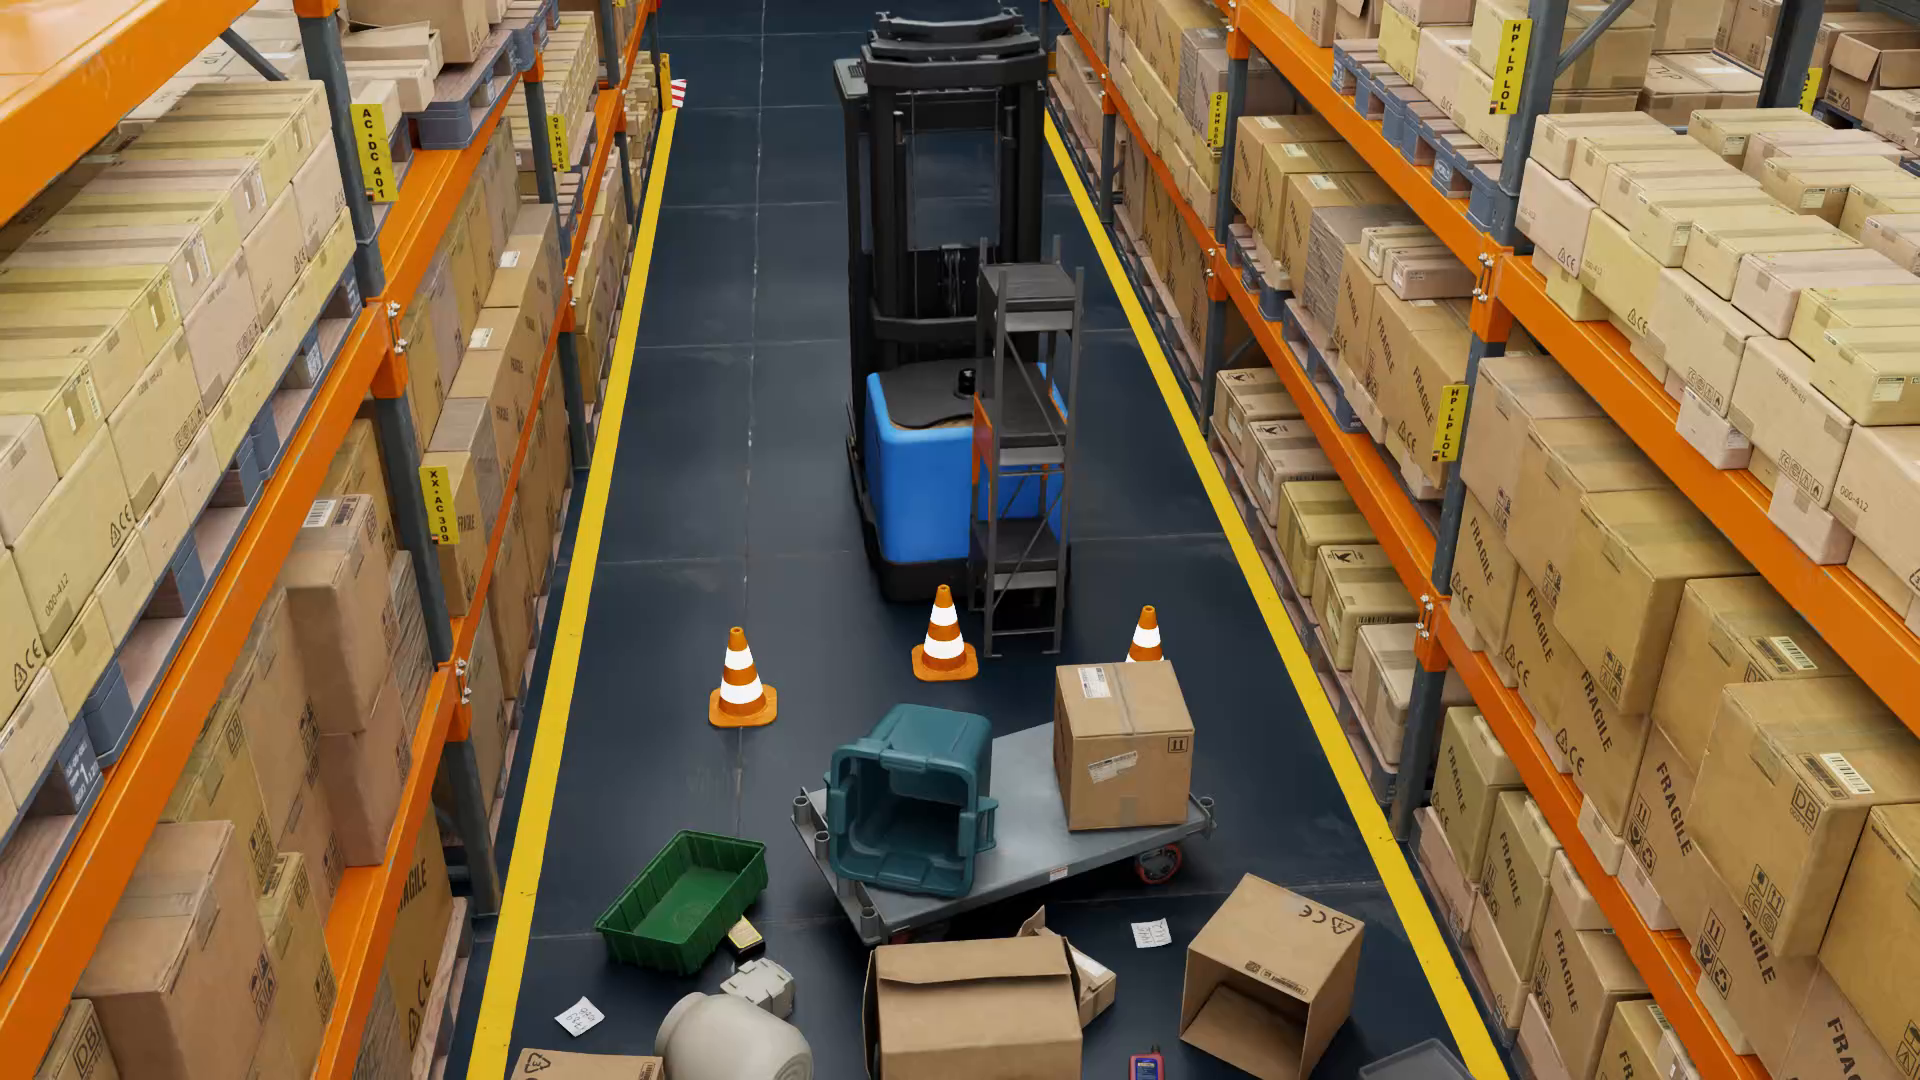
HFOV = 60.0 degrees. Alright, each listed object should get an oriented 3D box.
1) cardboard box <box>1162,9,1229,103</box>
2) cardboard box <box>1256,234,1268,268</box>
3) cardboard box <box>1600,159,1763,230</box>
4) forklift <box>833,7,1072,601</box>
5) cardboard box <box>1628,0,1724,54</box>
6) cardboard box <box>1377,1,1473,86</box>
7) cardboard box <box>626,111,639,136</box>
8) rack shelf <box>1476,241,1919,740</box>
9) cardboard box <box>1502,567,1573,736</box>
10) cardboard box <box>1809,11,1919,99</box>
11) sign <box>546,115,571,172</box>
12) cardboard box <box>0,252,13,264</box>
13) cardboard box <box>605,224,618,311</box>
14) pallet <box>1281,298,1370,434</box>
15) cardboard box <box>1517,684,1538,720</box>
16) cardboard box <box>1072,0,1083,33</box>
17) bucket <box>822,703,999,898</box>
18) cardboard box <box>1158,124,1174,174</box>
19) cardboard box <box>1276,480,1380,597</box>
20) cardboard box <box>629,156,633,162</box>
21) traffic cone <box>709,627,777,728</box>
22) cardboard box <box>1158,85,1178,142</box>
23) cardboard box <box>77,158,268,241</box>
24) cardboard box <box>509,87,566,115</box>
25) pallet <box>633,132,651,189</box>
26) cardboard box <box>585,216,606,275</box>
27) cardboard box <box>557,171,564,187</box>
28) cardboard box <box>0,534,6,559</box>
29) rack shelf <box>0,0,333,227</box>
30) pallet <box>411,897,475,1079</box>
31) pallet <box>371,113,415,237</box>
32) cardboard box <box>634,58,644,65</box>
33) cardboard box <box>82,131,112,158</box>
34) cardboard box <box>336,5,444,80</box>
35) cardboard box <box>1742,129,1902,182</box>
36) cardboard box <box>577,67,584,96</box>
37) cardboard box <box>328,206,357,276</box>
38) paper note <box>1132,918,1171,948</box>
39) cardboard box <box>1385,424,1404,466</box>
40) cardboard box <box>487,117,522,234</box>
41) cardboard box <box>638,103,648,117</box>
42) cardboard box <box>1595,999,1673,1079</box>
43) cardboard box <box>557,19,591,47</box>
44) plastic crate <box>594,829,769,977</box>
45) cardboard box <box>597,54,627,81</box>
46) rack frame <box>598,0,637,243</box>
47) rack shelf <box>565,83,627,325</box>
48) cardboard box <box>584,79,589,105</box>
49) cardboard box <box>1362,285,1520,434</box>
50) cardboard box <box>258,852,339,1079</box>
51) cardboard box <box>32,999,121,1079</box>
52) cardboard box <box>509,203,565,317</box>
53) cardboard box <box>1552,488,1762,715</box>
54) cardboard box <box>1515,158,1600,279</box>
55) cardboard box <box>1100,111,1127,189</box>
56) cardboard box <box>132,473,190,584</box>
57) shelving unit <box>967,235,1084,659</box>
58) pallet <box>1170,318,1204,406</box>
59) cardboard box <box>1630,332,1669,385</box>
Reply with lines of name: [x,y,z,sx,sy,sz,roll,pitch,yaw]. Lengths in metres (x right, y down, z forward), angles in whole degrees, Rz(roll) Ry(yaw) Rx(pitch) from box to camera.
cardboard box: [1.674,-3.263,11.215,0.500,0.500,0.500,-3,31,-5]
cardboard box: [1.897,-1.634,9.395,0.380,0.149,0.250,-5,31,-8]
cardboard box: [2.226,-1.061,5.143,0.380,0.149,0.250,-4,31,-6]
forklift: [-0.121,-1.664,9.678,1.130,2.935,3.031,-4,31,-7]
cardboard box: [2.741,-2.172,6.785,0.500,0.250,0.500,-3,31,-6]
cardboard box: [2.165,-2.196,7.312,0.500,0.250,0.500,-2,31,-4]
cardboard box: [-3.068,-3.711,14.828,0.380,0.149,0.250,-2,31,-4]
rack shelf: [2.640,0.060,4.500,1.077,0.370,4.000,-3,31,-5]
cardboard box: [2.286,0.341,5.867,0.500,0.500,0.500,-3,31,-5]
cardboard box: [6.591,-3.606,12.355,0.700,0.500,0.500,-3,31,-5]
sign: [-2.288,-2.261,9.480,0.100,0.325,0.005,-3,31,-5]
cardboard box: [-2.603,-0.489,4.068,0.500,0.250,0.500,-3,31,-5]
cardboard box: [-2.802,-1.995,12.193,0.500,0.500,0.500,-3,31,-6]
pallet: [2.305,-0.933,8.574,1.003,0.211,1.213,-3,31,-5]
cardboard box: [2.293,0.563,6.127,0.380,0.149,0.250,-3,31,-5]
cardboard box: [1.292,-4.852,14.851,0.500,0.500,0.500,-3,31,-5]
bucket: [-0.158,1.019,6.829,0.726,0.611,0.620,8,22,13]
cardboard box: [1.679,-2.723,11.530,0.500,0.250,0.500,-3,31,-5]
cardboard box: [2.264,-0.023,9.017,0.950,0.372,0.625,-2,31,-3]
cardboard box: [-3.101,-3.323,14.758,0.380,0.149,0.250,-3,31,-6]
traffic cone: [-1.088,0.639,8.229,0.336,0.463,0.334,-3,31,-5]
cardboard box: [1.661,-2.931,11.391,0.500,0.250,0.500,-4,31,-6]
cardboard box: [-2.045,-0.882,4.337,0.380,0.149,0.250,-2,31,-4]
cardboard box: [-2.788,-2.844,10.842,0.380,0.149,0.250,-1,31,-2]
pallet: [-3.429,-3.546,15.480,1.003,0.211,1.213,-3,31,-5]
cardboard box: [-2.744,-2.040,11.537,0.500,0.250,0.500,-3,31,-4]
cardboard box: [-2.731,-2.320,10.545,0.380,0.149,0.250,-1,31,-2]
cardboard box: [-1.876,0.030,2.809,0.380,0.149,0.250,-2,31,-4]
rack shelf: [-2.279,-0.767,3.350,1.077,0.370,4.000,-3,31,-5]
pallet: [-2.473,1.896,6.370,1.003,0.211,1.213,-3,31,-5]
pallet: [-2.601,-1.364,6.370,0.805,0.209,1.217,-4,31,-7]
cardboard box: [-3.319,-4.642,16.387,0.380,0.149,0.250,-2,31,-4]
cardboard box: [-2.771,-1.236,4.930,0.380,0.149,0.250,-2,31,-4]
cardboard box: [-2.430,-2.112,7.059,0.396,0.266,0.258,-3,31,-5]
cardboard box: [2.800,-1.224,5.416,0.380,0.149,0.250,-3,31,-6]
cardboard box: [-2.881,-3.250,11.812,0.380,0.149,0.250,-4,31,-7]
cardboard box: [-2.114,-0.925,5.187,0.380,0.149,0.250,-3,31,-5]
paper note: [0.804,1.645,6.966,0.148,0.019,0.142,-3,31,-5]
cardboard box: [2.123,-0.439,7.396,0.380,0.149,0.250,-4,31,-6]
cardboard box: [-2.808,-1.978,9.063,0.700,0.500,0.500,-3,31,-5]
cardboard box: [-3.137,-3.987,15.581,0.380,0.149,0.250,-1,31,-2]
cardboard box: [2.400,1.818,5.322,0.500,0.500,0.500,-3,31,-6]
cardboard box: [-2.956,-3.773,12.396,0.380,0.149,0.250,-4,31,-6]
plastic crate: [-1.146,1.515,6.974,0.450,0.188,0.662,4,30,26]
cardboard box: [-2.914,-3.830,13.482,0.380,0.149,0.250,-2,31,-3]
rack frame: [-3.214,-3.777,13.149,1.000,3.000,0.127,-3,31,-5]
rack shelf: [-3.027,-2.447,11.624,1.077,0.370,4.000,-3,31,-5]
cardboard box: [-2.910,-3.269,12.133,0.380,0.149,0.250,-4,31,-7]
cardboard box: [2.134,-0.811,7.385,0.500,0.500,0.500,-3,31,-4]
cardboard box: [-2.263,1.257,4.574,0.875,0.550,0.500,-3,31,-5]
cardboard box: [-2.232,1.354,3.360,0.875,0.550,0.550,-3,31,-5]
cardboard box: [-2.530,-1.561,9.341,0.500,0.500,0.500,-3,31,-5]
cardboard box: [2.324,0.173,5.173,0.700,0.500,0.500,-3,31,-6]
cardboard box: [2.221,-1.095,5.589,0.500,0.250,0.500,-3,31,-6]
cardboard box: [1.754,-3.472,14.727,0.875,0.438,0.875,-3,31,-5]
cardboard box: [-1.948,-0.019,3.669,0.380,0.149,0.250,-2,31,-4]
shelving unit: [0.310,-0.440,8.402,0.431,2.100,0.503,-3,28,-9]
pallet: [2.080,-1.233,11.608,1.003,0.211,1.213,-3,31,-5]
cardboard box: [2.324,-0.603,5.155,0.380,0.149,0.250,-2,31,-3]
